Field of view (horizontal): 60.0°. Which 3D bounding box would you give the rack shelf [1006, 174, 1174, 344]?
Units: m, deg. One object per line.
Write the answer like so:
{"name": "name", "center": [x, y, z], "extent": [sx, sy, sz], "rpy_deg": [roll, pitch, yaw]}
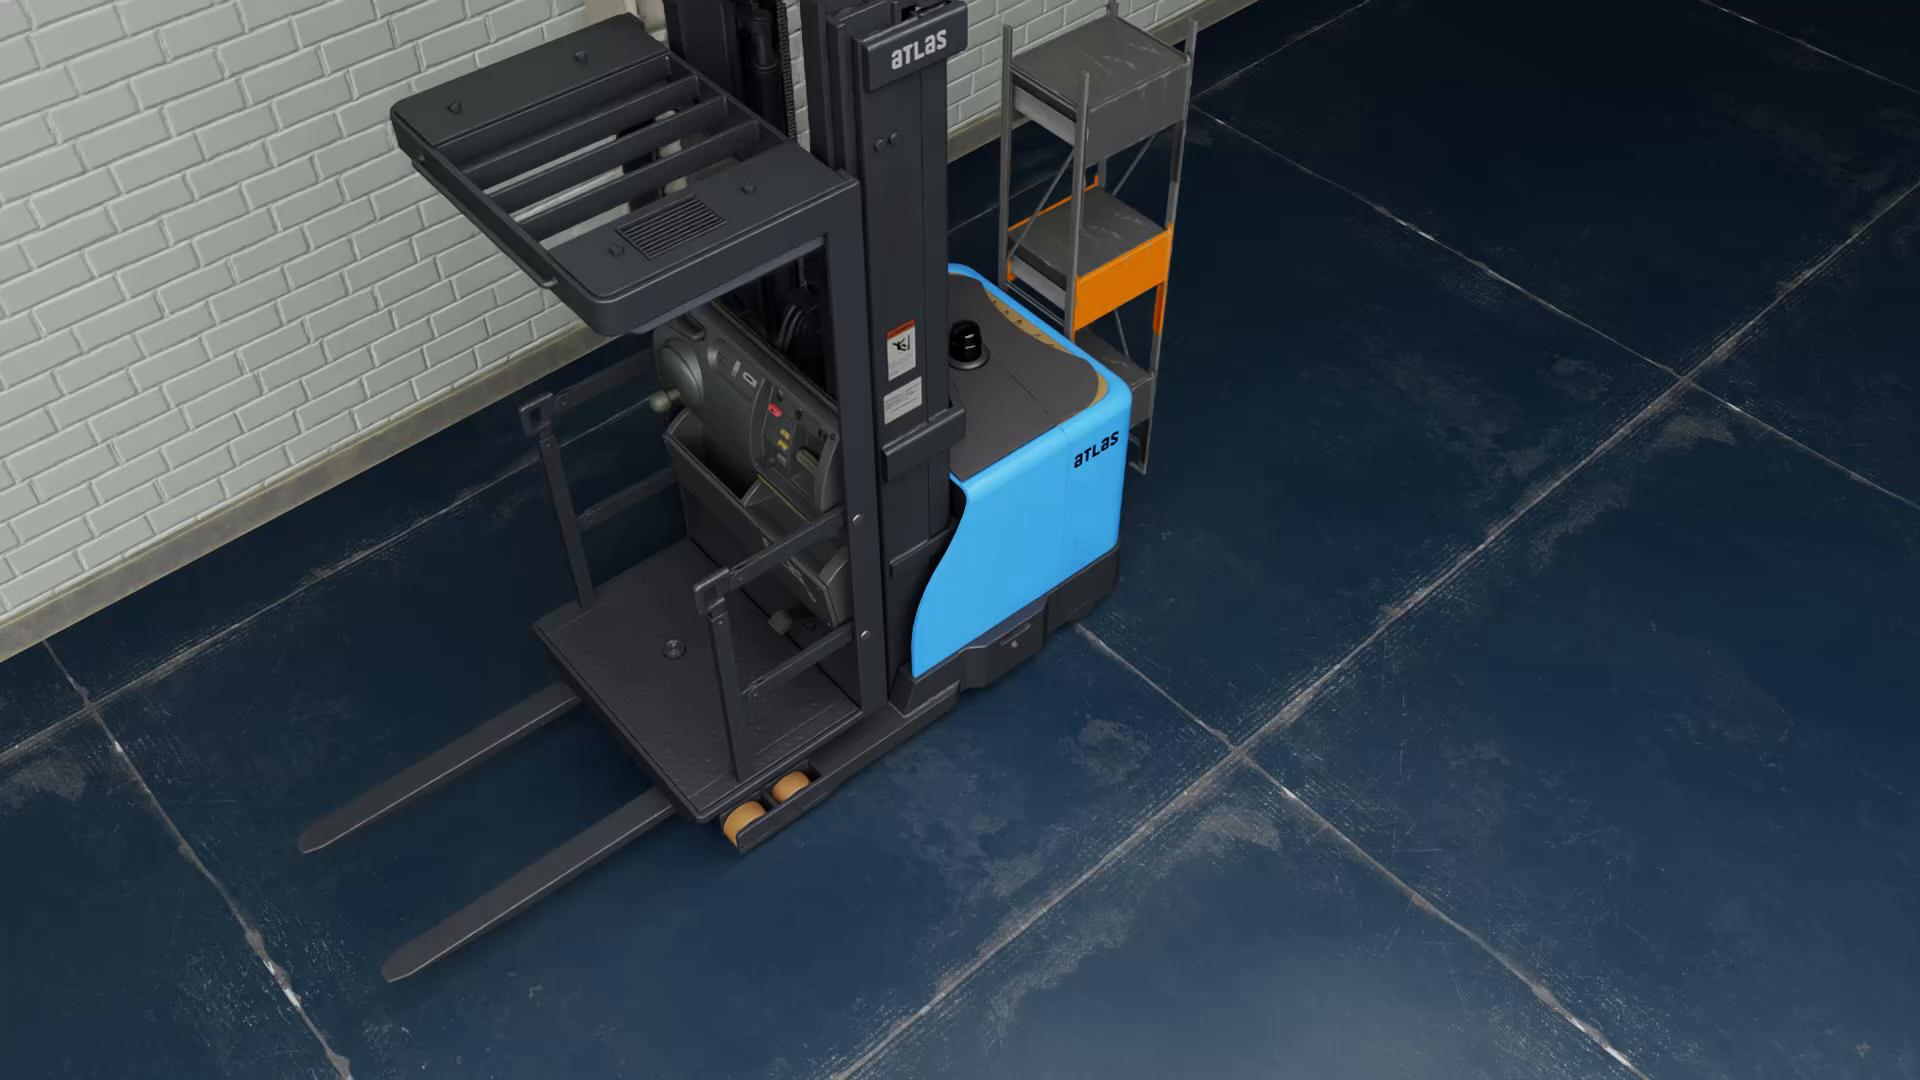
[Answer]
{"name": "rack shelf", "center": [0.462, -0.975, 6.240], "extent": [0.480, 0.518, 0.431], "rpy_deg": [-32, 55, -26]}

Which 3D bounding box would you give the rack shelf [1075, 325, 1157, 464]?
{"name": "rack shelf", "center": [0.462, -0.500, 6.754], "extent": [0.480, 0.518, 0.431], "rpy_deg": [-32, 55, -26]}

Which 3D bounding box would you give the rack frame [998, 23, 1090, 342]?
{"name": "rack frame", "center": [0.275, -0.869, 6.123], "extent": [0.015, 2.100, 0.400], "rpy_deg": [-32, 55, -26]}

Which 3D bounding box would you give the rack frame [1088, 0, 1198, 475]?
{"name": "rack frame", "center": [0.649, -1.100, 6.336], "extent": [0.015, 2.100, 0.400], "rpy_deg": [-32, 55, -26]}

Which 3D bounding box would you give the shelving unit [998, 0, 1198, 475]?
{"name": "shelving unit", "center": [0.462, -0.984, 6.230], "extent": [0.503, 2.100, 0.431], "rpy_deg": [-32, 55, -26]}

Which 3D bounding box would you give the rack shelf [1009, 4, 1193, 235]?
{"name": "rack shelf", "center": [0.462, -1.450, 5.725], "extent": [0.480, 0.518, 0.431], "rpy_deg": [-32, 55, -26]}

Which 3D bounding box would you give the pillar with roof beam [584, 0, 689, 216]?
{"name": "pillar with roof beam", "center": [1.670, -1.747, 2.239], "extent": [0.400, 9.000, 9.100], "rpy_deg": [-34, 56, -27]}

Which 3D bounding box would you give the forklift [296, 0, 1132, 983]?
{"name": "forklift", "center": [-0.836, -0.368, 5.095], "extent": [3.031, 2.935, 1.130], "rpy_deg": [-32, 55, -26]}
